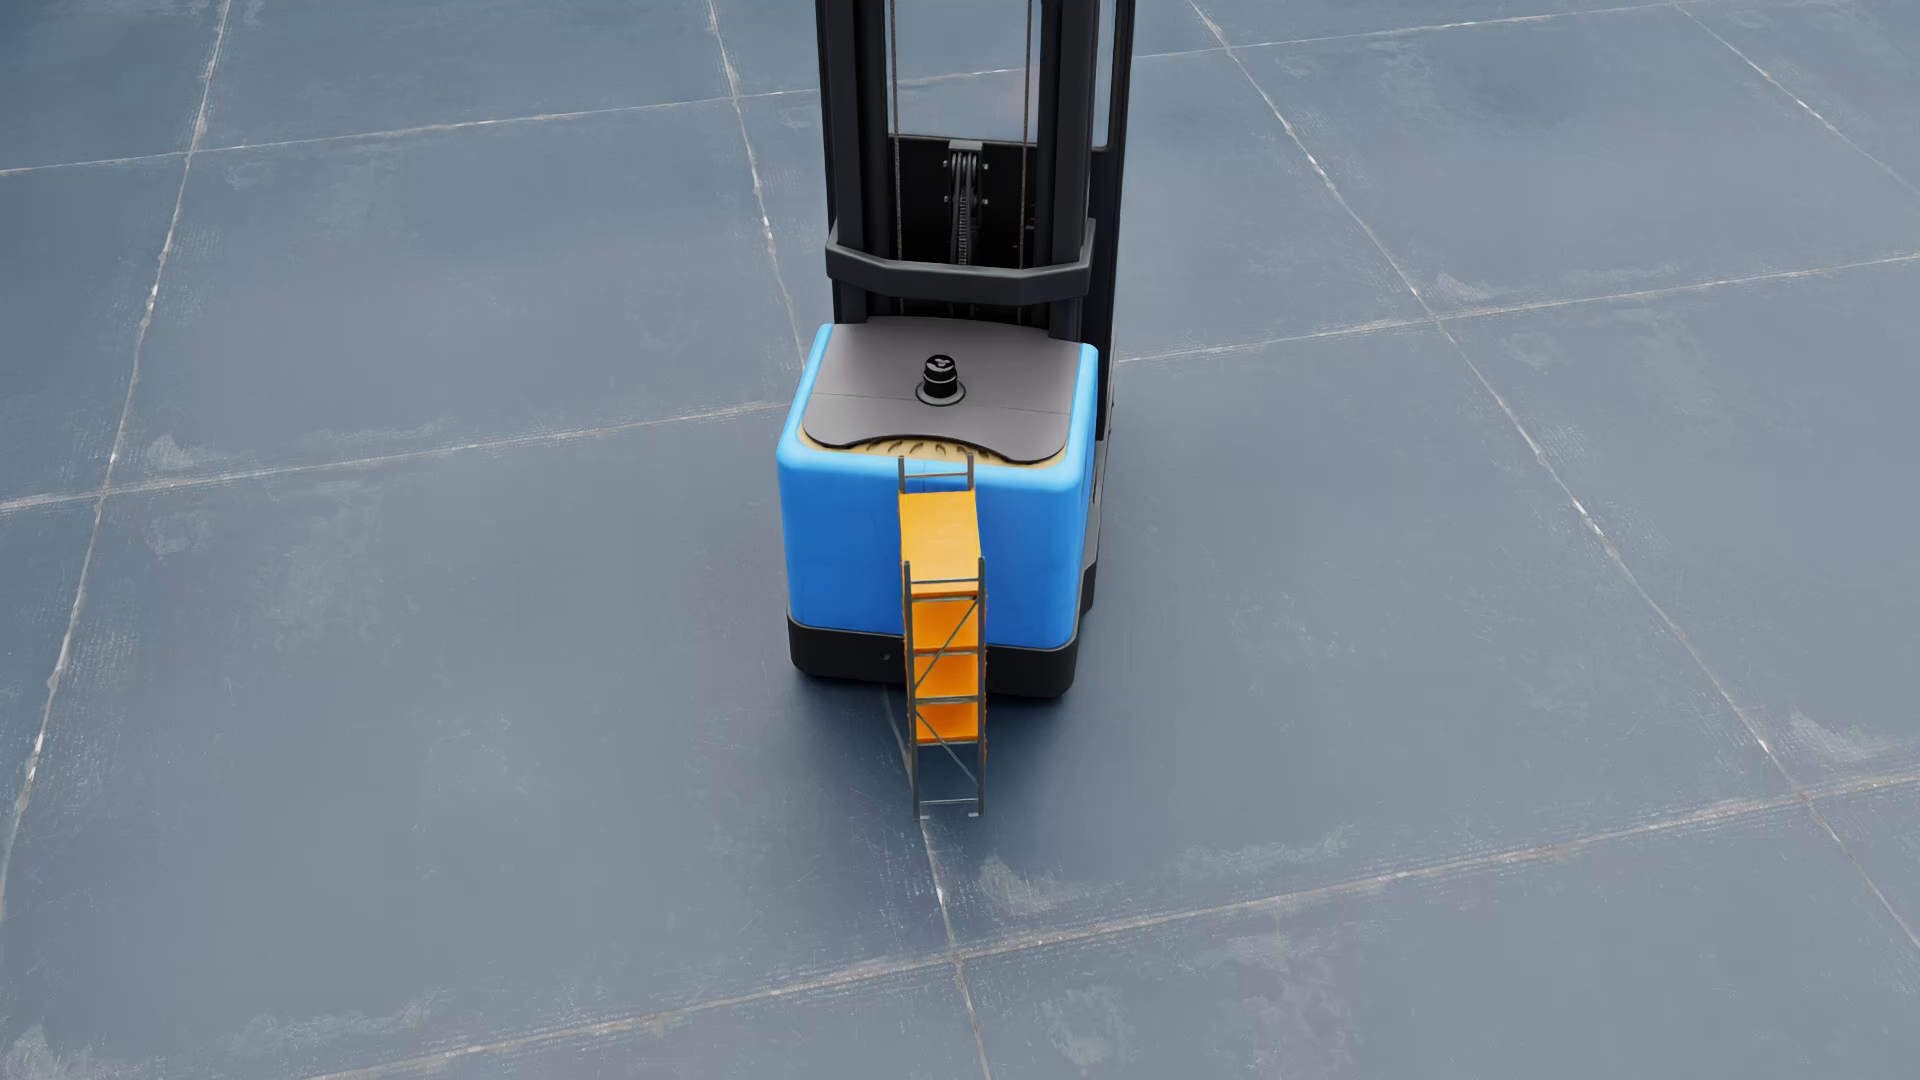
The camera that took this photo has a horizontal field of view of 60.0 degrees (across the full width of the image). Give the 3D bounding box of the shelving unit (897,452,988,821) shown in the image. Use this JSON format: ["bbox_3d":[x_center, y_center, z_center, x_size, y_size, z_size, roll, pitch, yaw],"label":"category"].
[{"bbox_3d":[-0.057,0.340,5.457,0.258,1.200,0.503,-3,42,-2],"label":"shelving unit"}]

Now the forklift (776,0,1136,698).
[{"bbox_3d":[0.084,-1.507,6.240,1.130,2.935,3.031,5,42,6],"label":"forklift"}]

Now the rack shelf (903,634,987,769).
[{"bbox_3d":[-0.054,0.536,5.636,0.258,0.148,0.480,-3,42,-2],"label":"rack shelf"}]

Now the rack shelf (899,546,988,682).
[{"bbox_3d":[-0.058,0.224,5.352,0.258,0.148,0.480,-3,42,-2],"label":"rack shelf"}]

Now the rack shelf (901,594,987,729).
[{"bbox_3d":[-0.056,0.389,5.502,0.258,0.148,0.480,-3,42,-2],"label":"rack shelf"}]

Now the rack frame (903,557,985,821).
[{"bbox_3d":[-0.042,0.504,5.277,0.240,1.200,0.015,-3,42,-2],"label":"rack frame"}]

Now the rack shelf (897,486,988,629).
[{"bbox_3d":[-0.060,0.049,5.193,0.258,0.148,0.480,-3,42,-2],"label":"rack shelf"}]

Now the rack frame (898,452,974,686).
[{"bbox_3d":[-0.072,0.176,5.637,0.240,1.200,0.015,-3,42,-2],"label":"rack frame"}]
